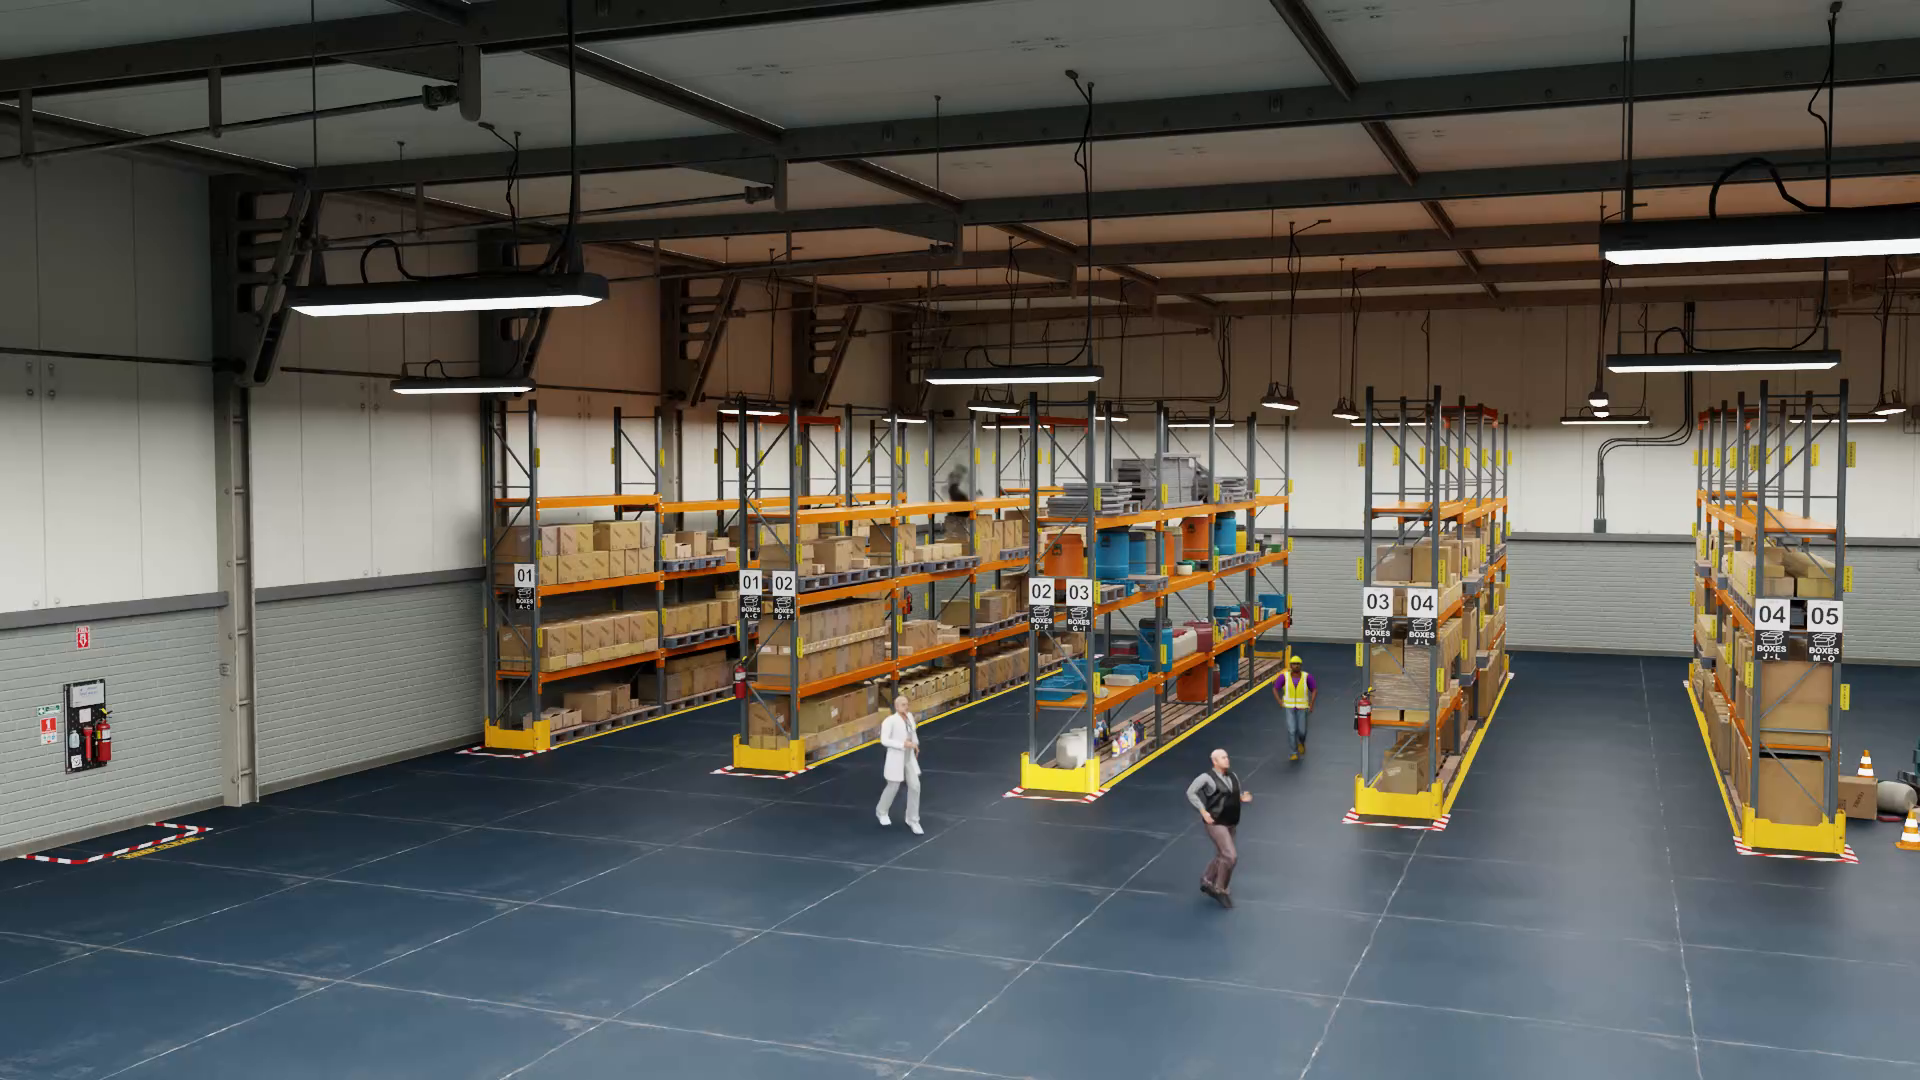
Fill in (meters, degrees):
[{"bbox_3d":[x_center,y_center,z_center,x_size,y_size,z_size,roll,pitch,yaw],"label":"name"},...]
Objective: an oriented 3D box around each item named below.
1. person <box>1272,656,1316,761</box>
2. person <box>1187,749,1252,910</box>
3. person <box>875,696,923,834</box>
[{"bbox_3d":[5.547,2.774,27.587,0.720,1.728,0.581,0,3,9],"label":"person"},{"bbox_3d":[2.936,3.229,18.615,0.637,1.773,0.715,-3,4,-43],"label":"person"},{"bbox_3d":[-0.809,3.019,22.387,0.736,1.862,0.851,-2,4,-41],"label":"person"}]
